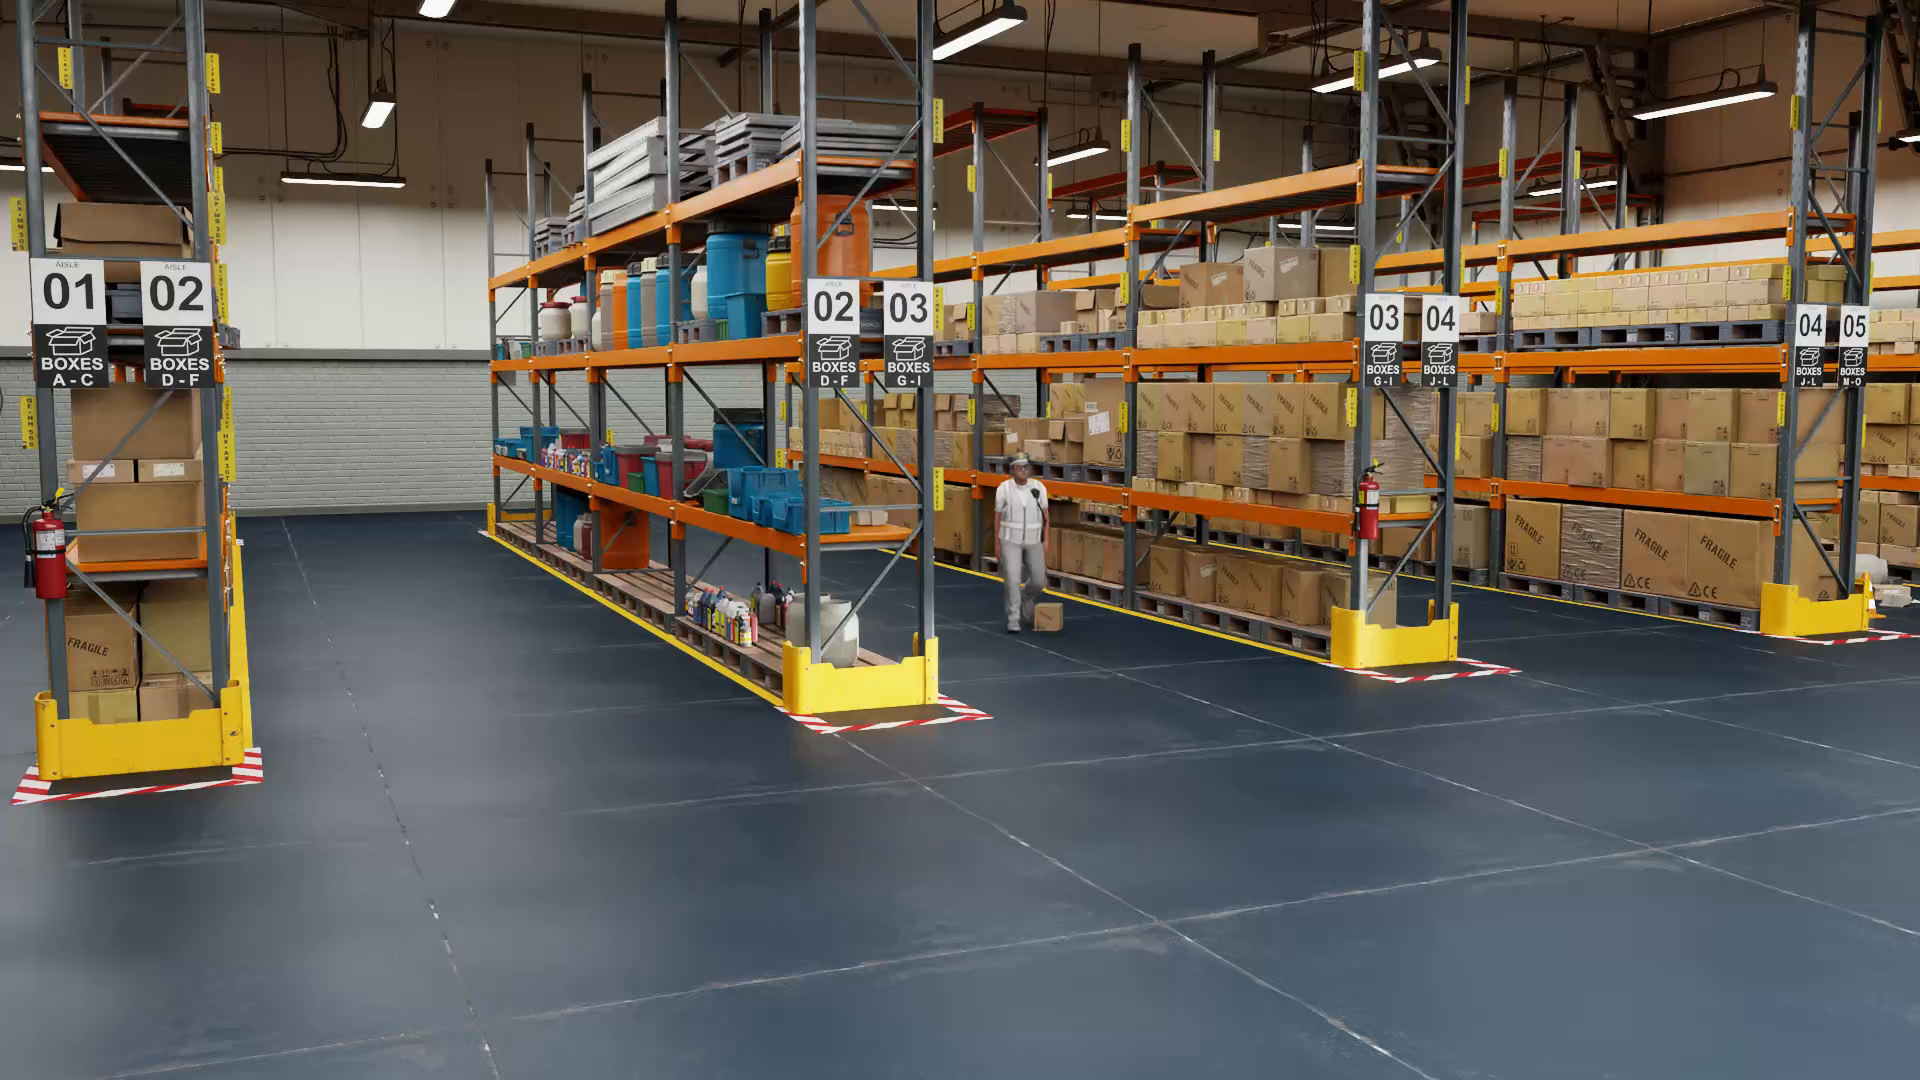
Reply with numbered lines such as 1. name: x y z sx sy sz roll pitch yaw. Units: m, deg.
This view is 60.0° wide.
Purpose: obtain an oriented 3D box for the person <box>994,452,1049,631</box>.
1. person: 0.607 -0.003 16.480 0.554 1.753 0.624 -1 5 -8
